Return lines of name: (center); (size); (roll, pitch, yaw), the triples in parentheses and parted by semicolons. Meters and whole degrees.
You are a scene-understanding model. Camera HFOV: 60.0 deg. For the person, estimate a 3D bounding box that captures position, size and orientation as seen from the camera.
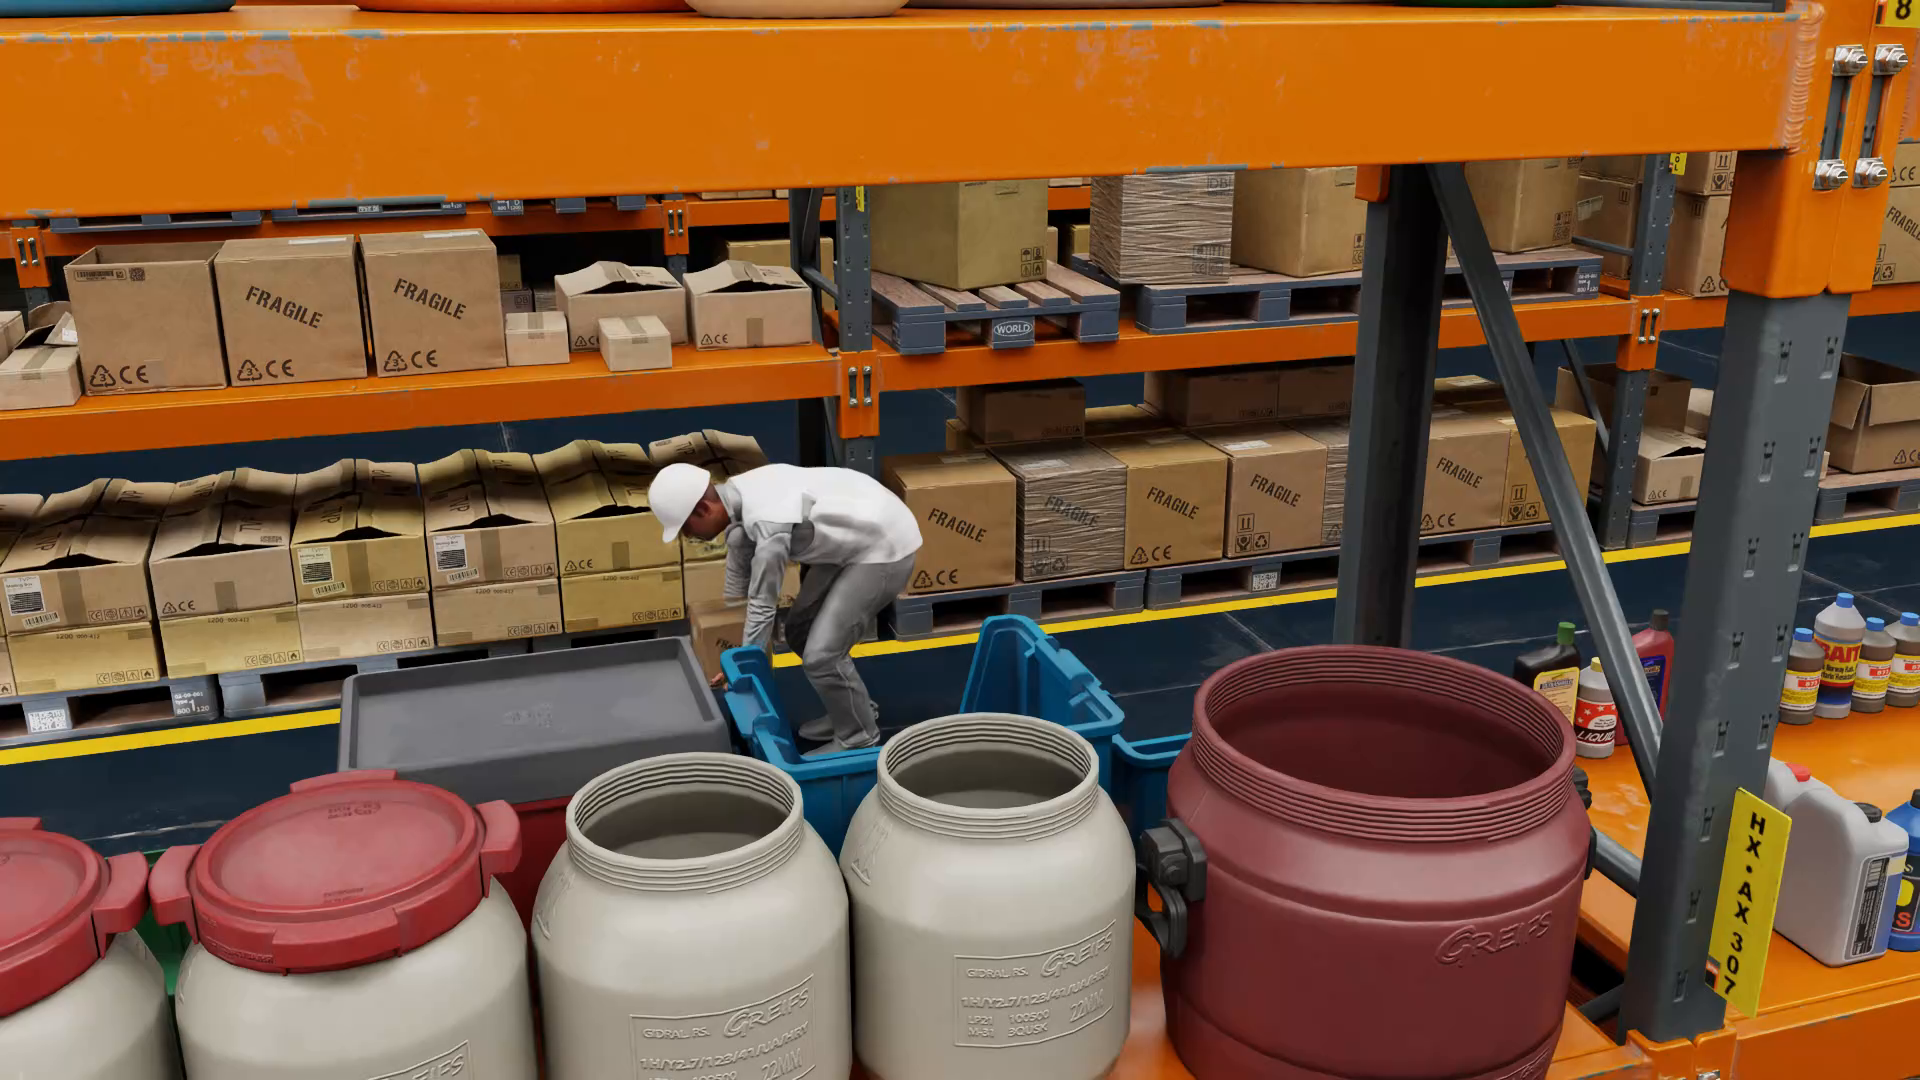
person: (-0.632, 0.249, 6.143); (0.975, 1.227, 0.481); (-7, 20, -19)
